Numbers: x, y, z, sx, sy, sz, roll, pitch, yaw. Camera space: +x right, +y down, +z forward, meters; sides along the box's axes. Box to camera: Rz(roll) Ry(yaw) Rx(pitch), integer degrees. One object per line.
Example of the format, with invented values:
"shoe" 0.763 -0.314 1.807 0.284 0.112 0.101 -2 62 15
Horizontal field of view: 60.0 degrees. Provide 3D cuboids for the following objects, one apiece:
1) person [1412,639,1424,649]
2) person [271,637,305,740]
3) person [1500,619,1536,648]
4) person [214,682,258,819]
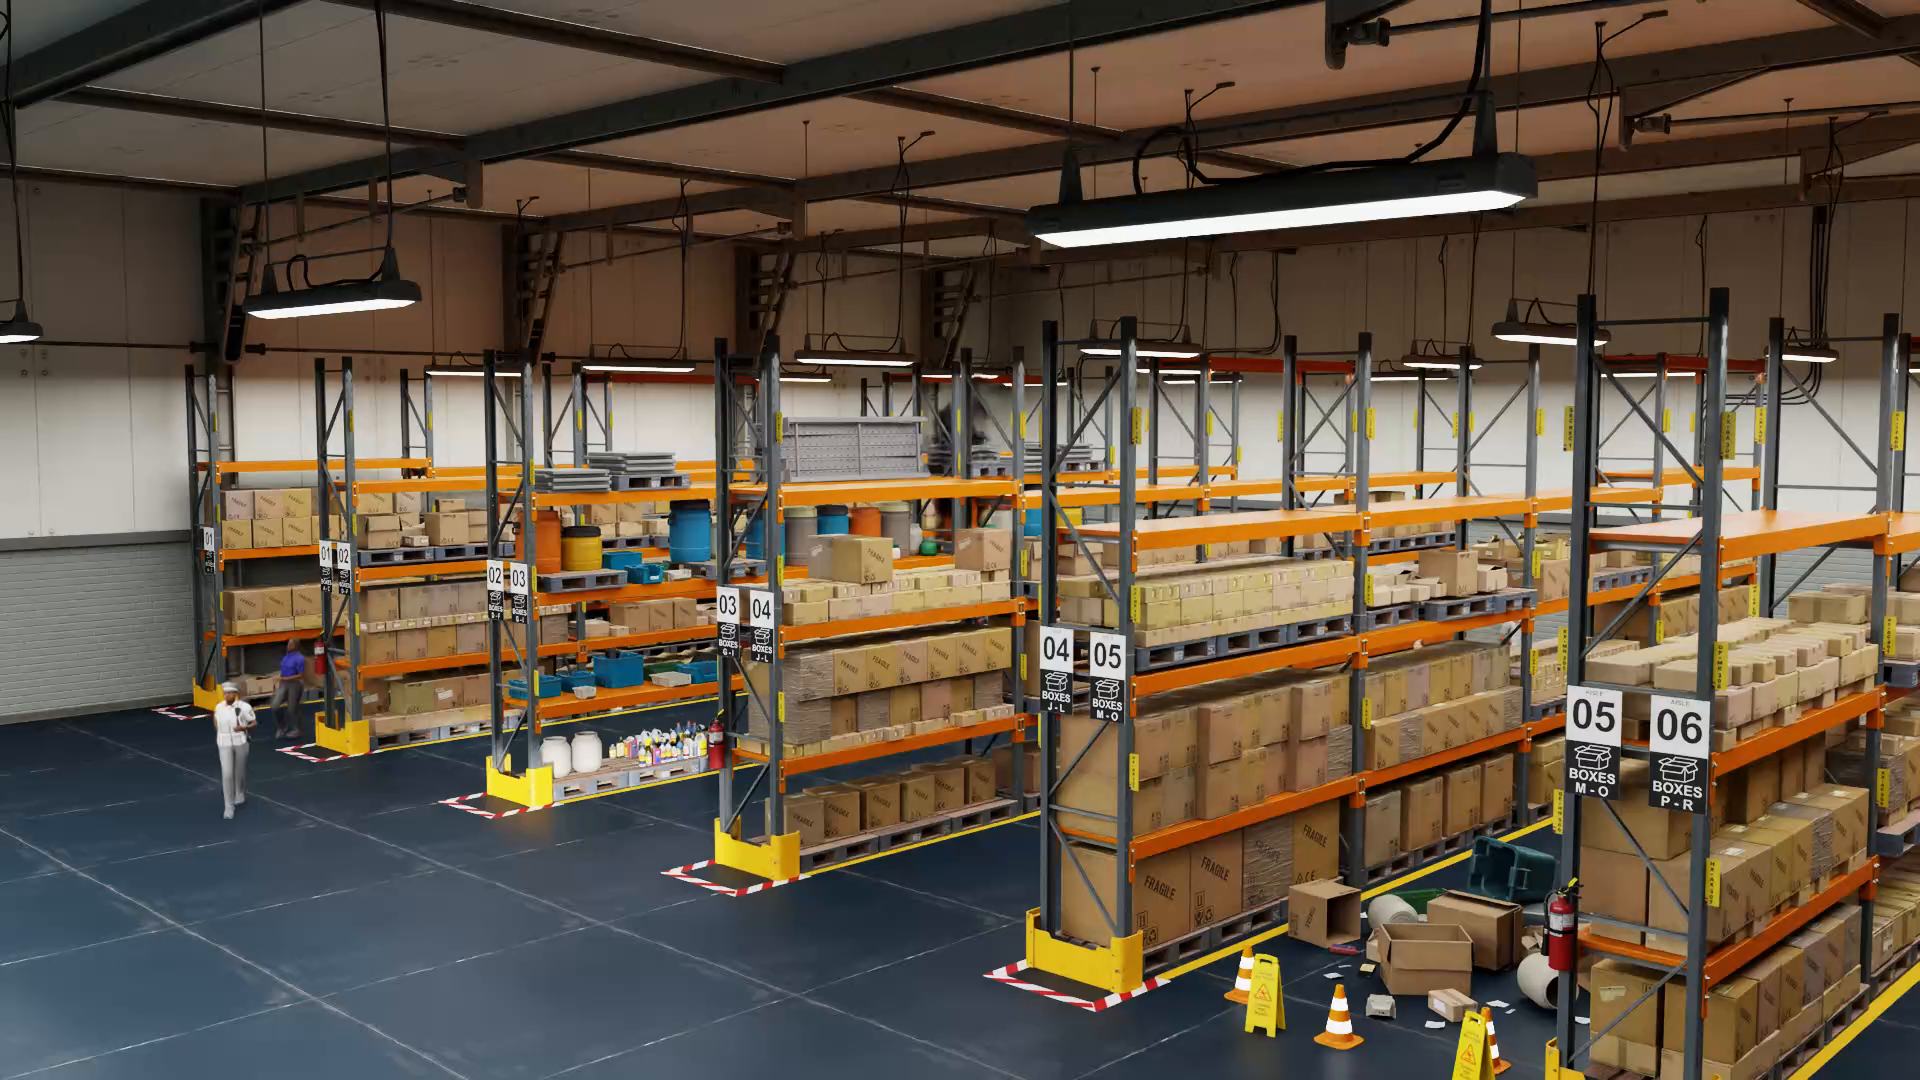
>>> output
"person" 7.163 2.355 26.139 0.581 1.637 0.540 3 5 37
"person" -10.573 2.355 26.272 0.585 1.659 0.621 2 5 21
"person" 10.116 2.014 30.187 0.675 1.710 0.617 -2 5 -24
"person" -9.377 2.672 21.532 0.561 1.730 0.866 -1 5 -16
